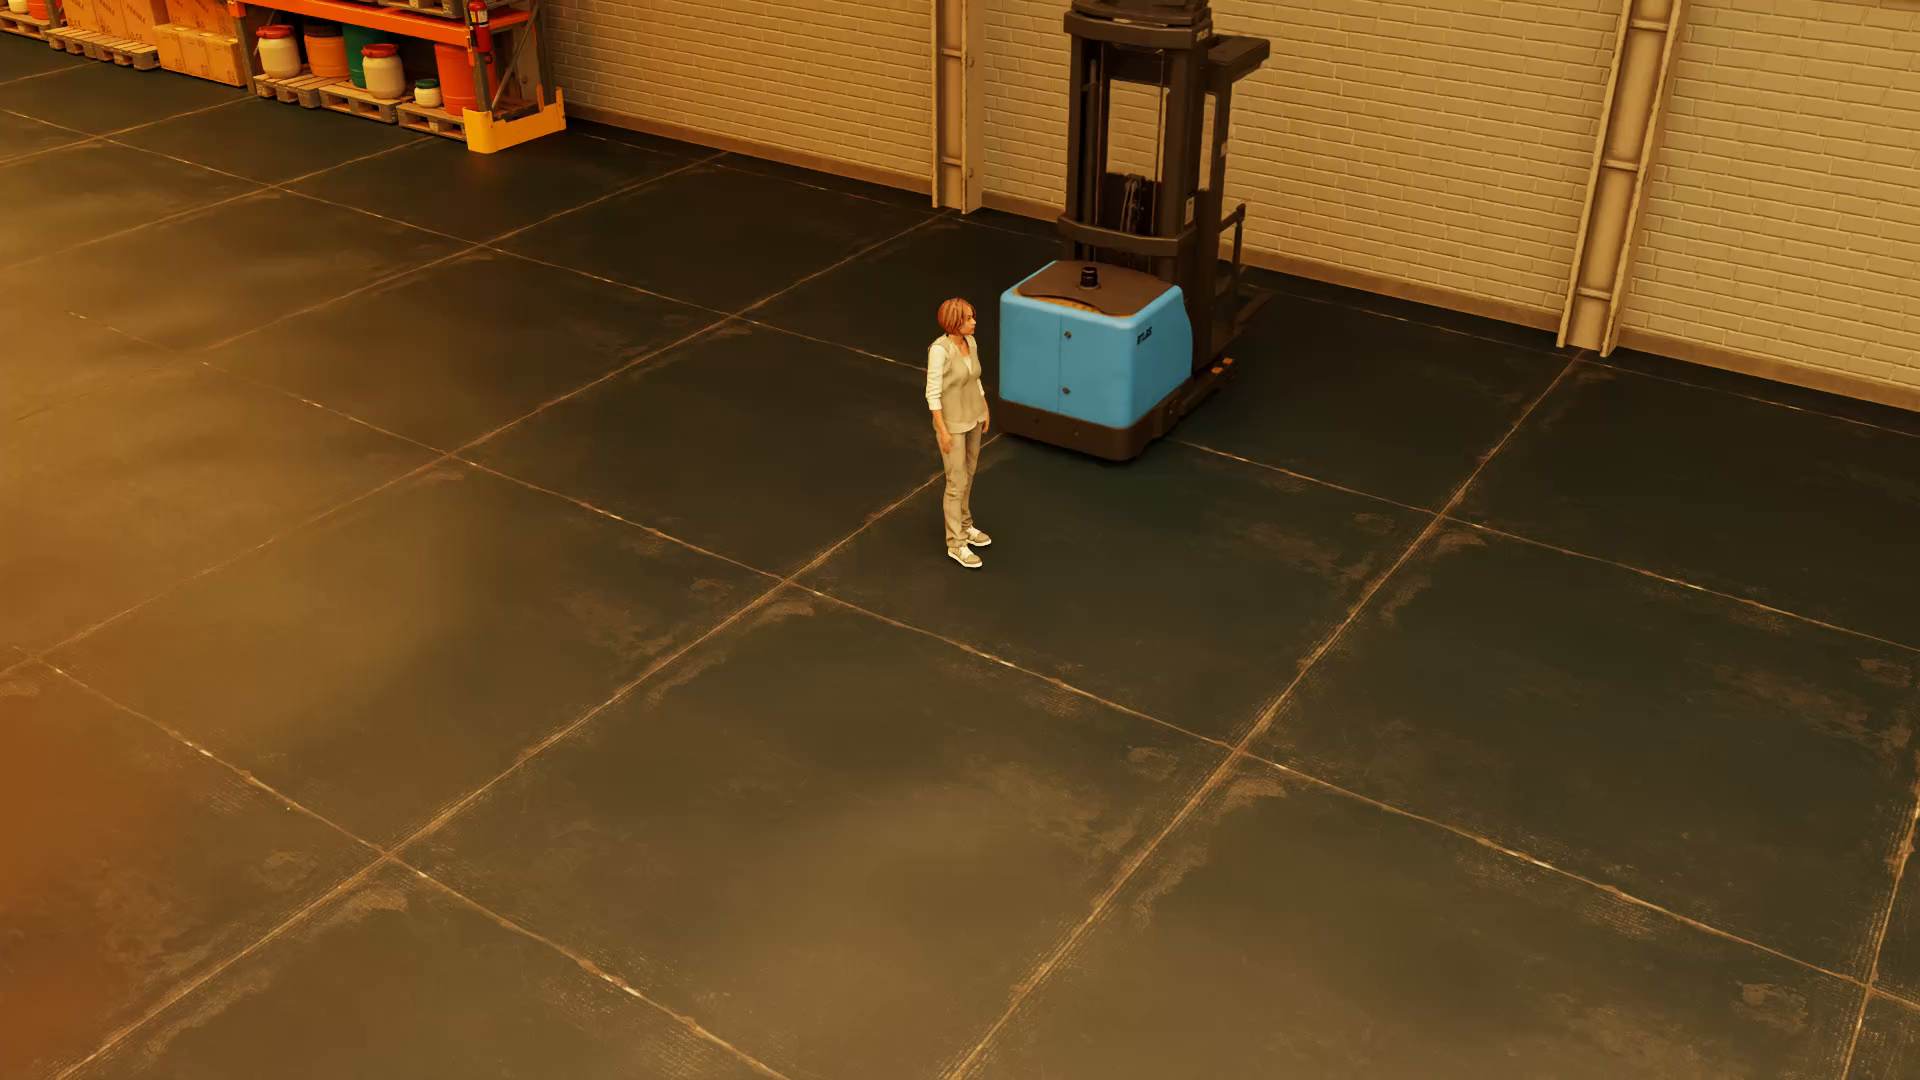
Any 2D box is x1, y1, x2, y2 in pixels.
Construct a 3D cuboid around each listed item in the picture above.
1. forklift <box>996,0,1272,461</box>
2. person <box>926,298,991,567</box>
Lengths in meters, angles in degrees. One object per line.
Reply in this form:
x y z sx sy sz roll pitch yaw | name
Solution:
1.456 -2.507 11.899 1.130 2.935 3.031 17 34 27 | forklift
0.053 -0.670 10.049 0.474 1.598 0.519 19 35 29 | person
